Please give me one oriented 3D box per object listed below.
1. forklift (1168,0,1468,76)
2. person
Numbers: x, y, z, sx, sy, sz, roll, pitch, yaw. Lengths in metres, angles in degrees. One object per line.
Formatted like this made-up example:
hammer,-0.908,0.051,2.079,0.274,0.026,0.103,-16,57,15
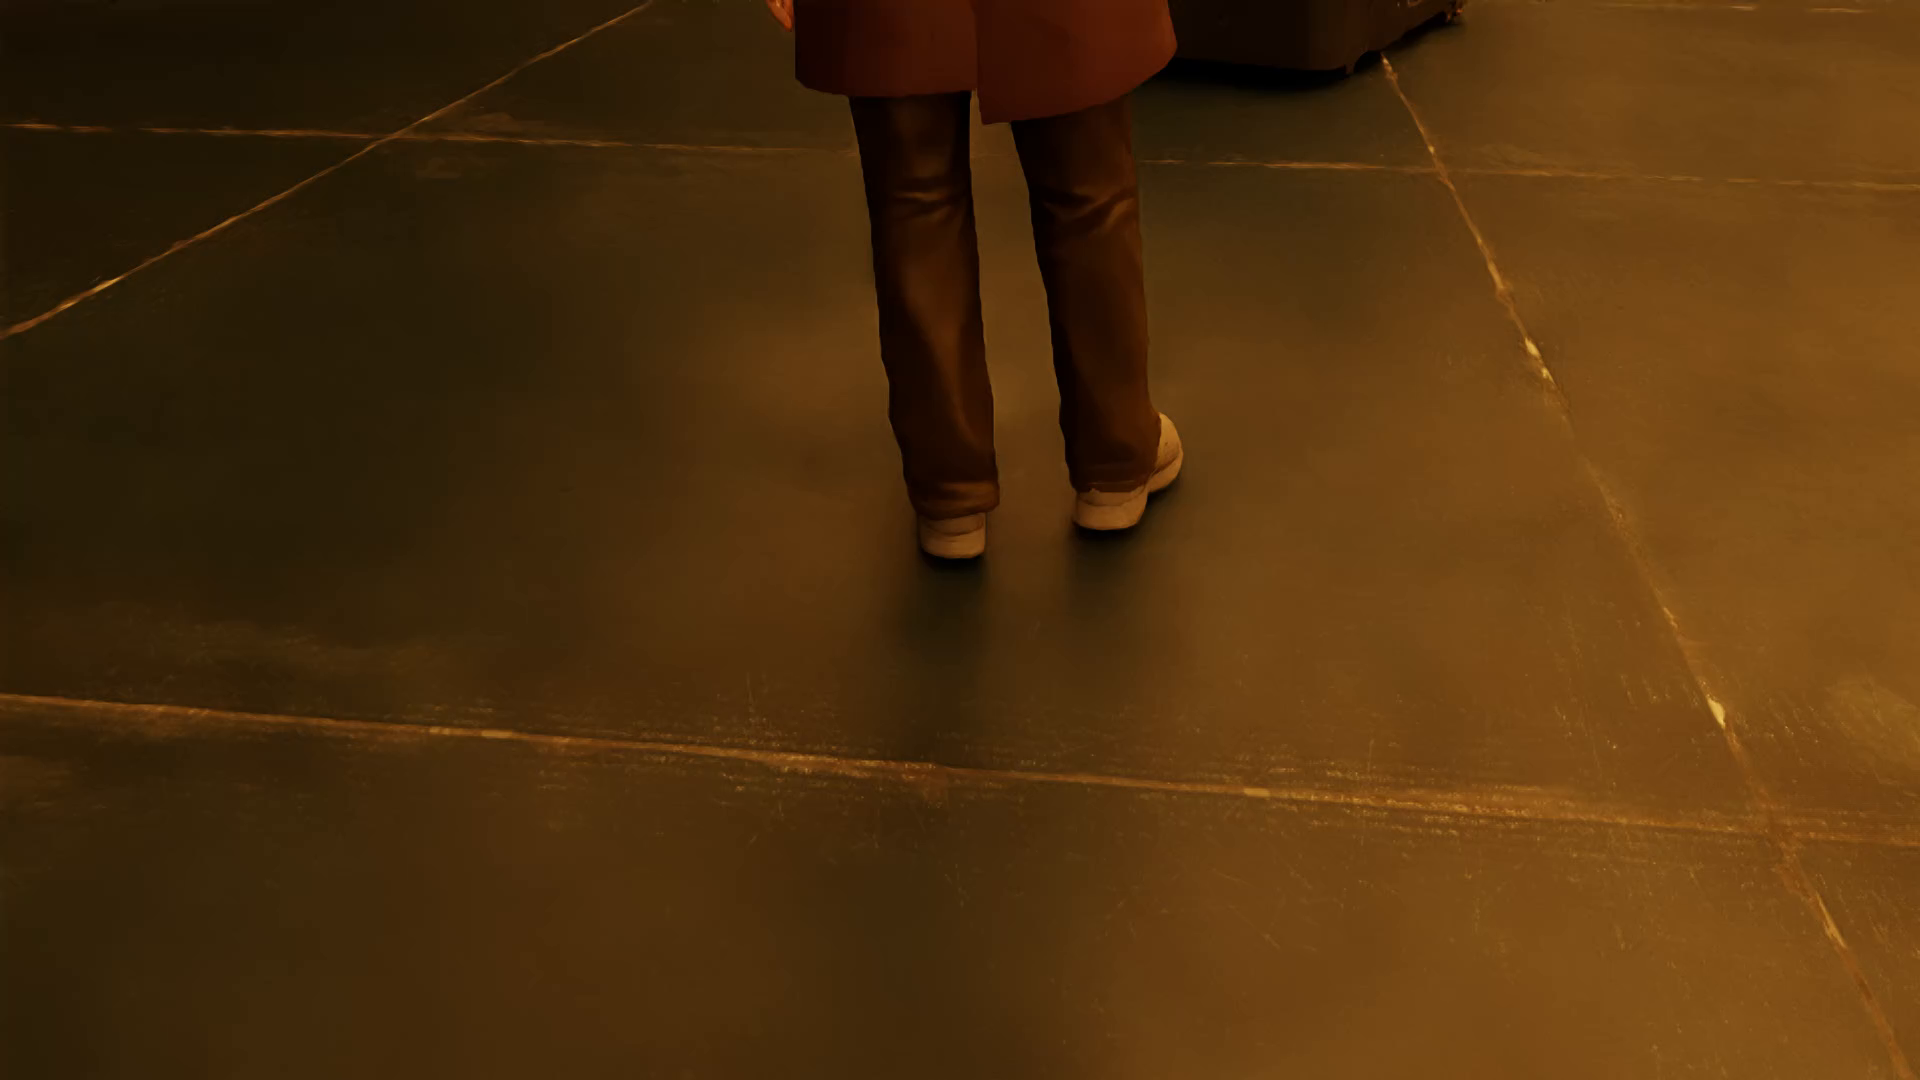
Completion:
forklift,1.431,-3.457,6.146,1.130,2.935,3.031,13,29,24
person,0.017,-0.837,2.183,0.694,1.764,0.580,3,27,7
